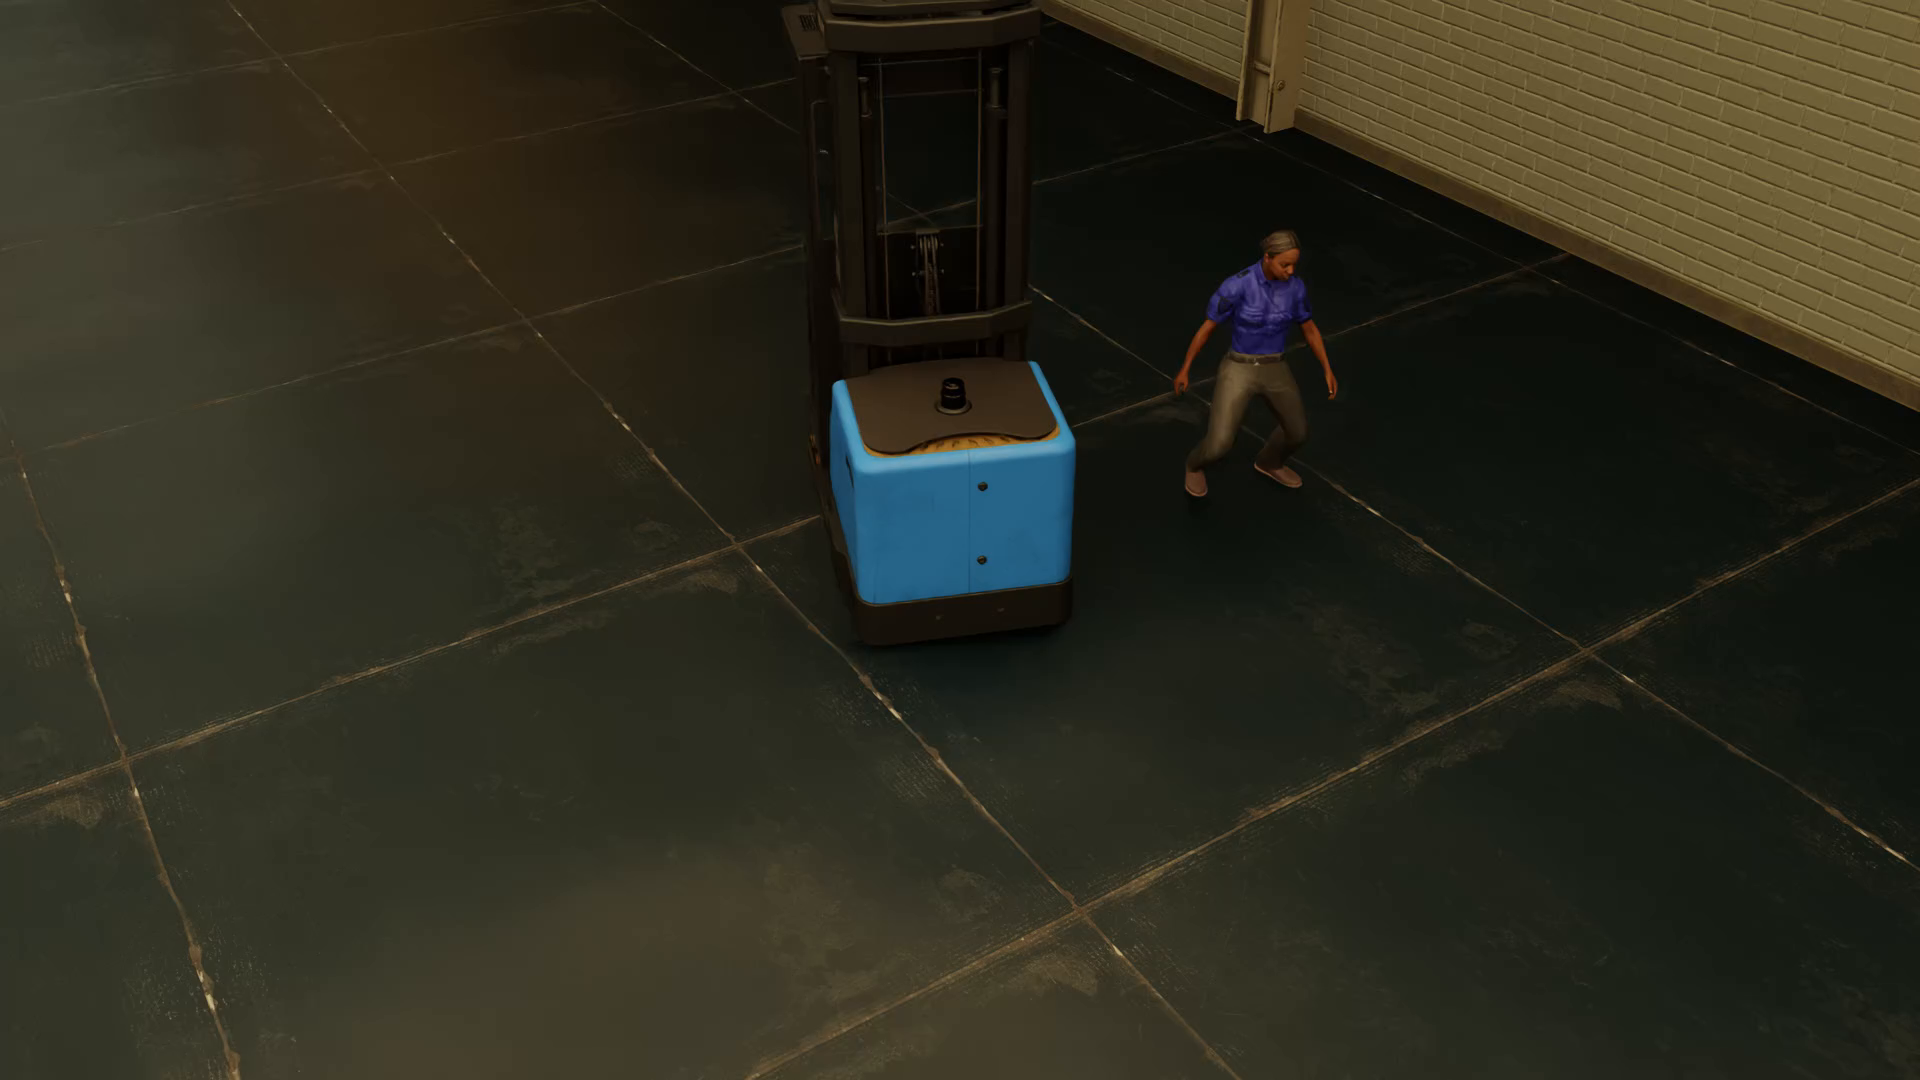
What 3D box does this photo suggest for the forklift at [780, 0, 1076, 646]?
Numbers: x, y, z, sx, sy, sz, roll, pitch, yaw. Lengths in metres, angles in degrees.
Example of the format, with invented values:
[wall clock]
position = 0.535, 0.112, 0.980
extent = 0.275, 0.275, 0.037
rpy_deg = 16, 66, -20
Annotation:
[forklift]
position = -0.251, -1.541, 8.340
extent = 1.130, 2.935, 3.031
rpy_deg = -7, 36, -9

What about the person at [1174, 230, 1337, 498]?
[person]
position = 1.528, -0.871, 8.602
extent = 0.836, 1.565, 0.536
rpy_deg = -6, 36, -8
